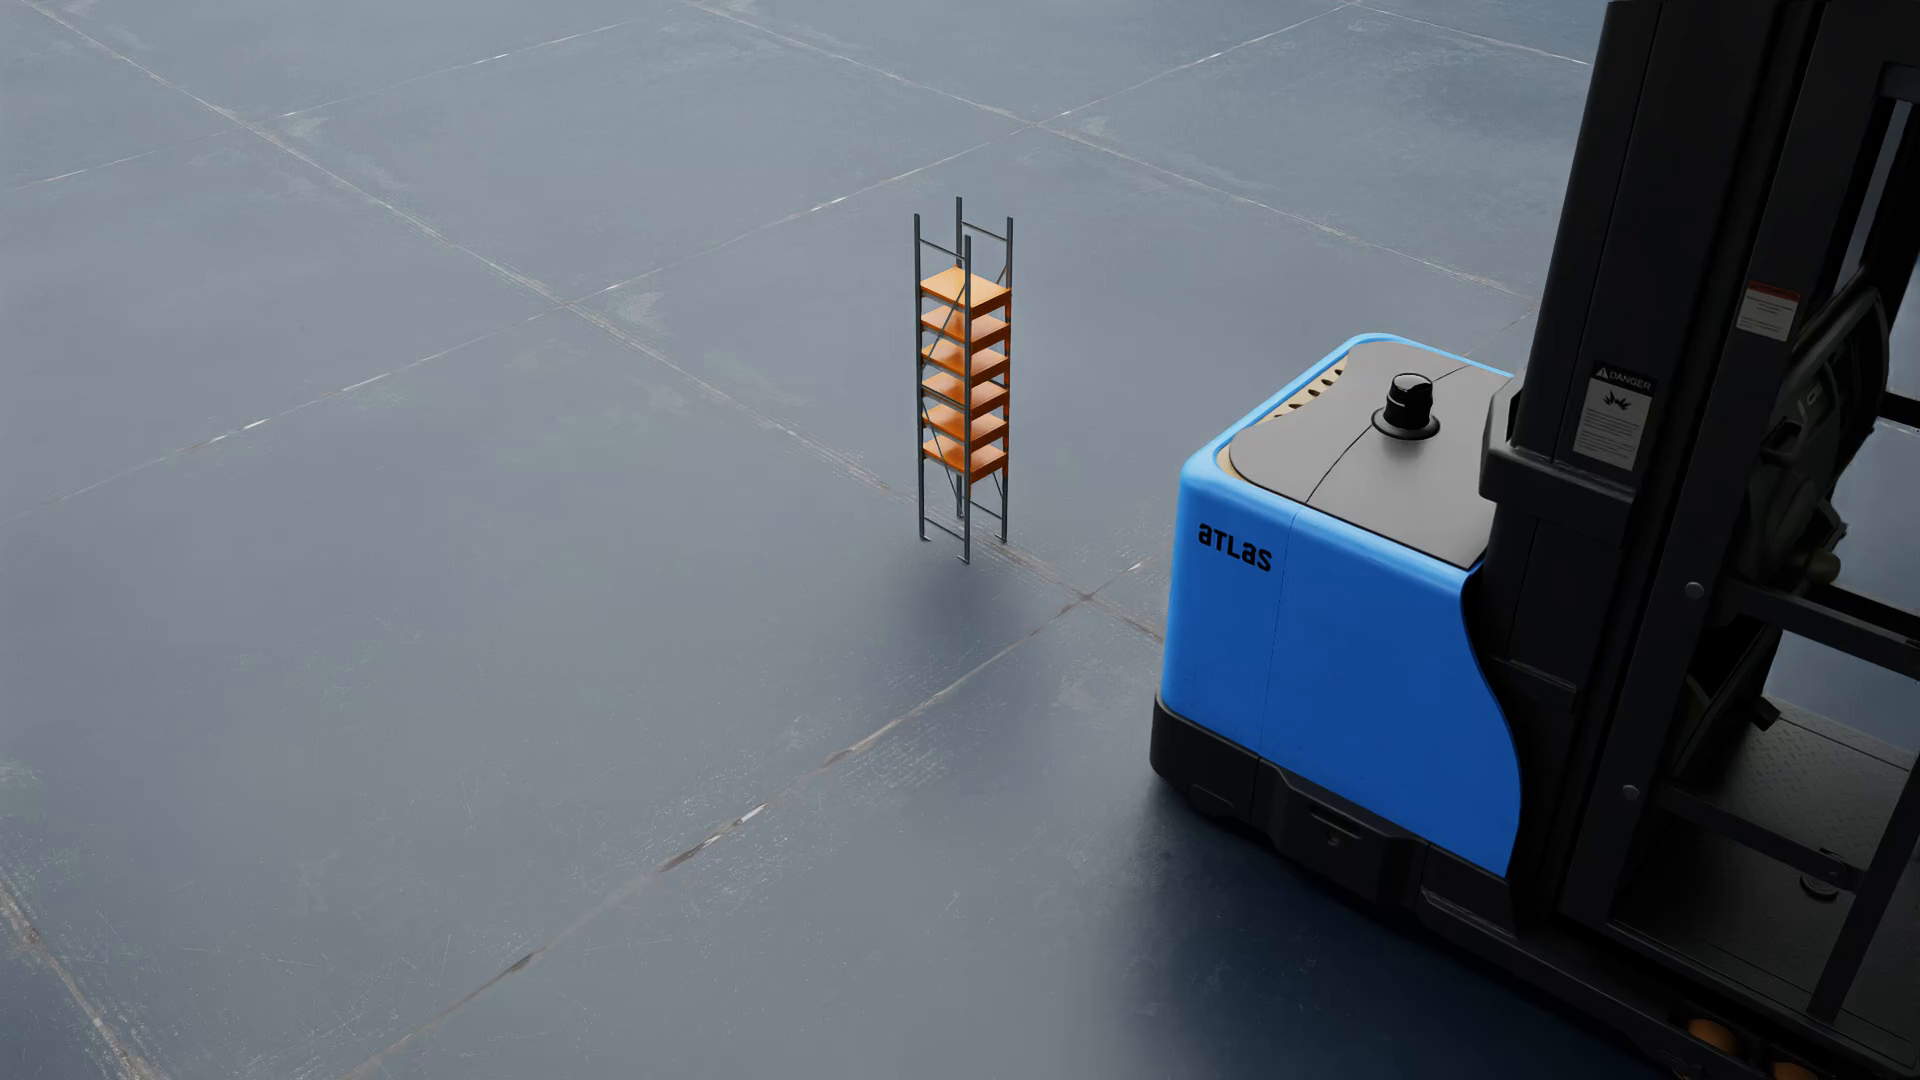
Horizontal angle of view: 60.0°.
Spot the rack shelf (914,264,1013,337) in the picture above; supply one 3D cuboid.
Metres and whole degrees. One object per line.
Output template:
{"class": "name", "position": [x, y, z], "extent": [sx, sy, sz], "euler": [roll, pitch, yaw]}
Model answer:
{"class": "rack shelf", "position": [0.010, -0.757, 5.235], "extent": [0.258, 0.103, 0.180], "euler": [30, 45, 35]}

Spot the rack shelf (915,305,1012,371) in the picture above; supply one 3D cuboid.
{"class": "rack shelf", "position": [0.010, -0.658, 5.303], "extent": [0.258, 0.103, 0.180], "euler": [30, 45, 35]}

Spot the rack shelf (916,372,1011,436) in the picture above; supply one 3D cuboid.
{"class": "rack shelf", "position": [0.010, -0.462, 5.441], "extent": [0.258, 0.103, 0.180], "euler": [30, 45, 35]}

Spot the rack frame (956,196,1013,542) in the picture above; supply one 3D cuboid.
{"class": "rack frame", "position": [0.075, -0.535, 5.468], "extent": [0.240, 1.200, 0.006], "euler": [30, 45, 35]}

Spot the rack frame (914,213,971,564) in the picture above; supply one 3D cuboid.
{"class": "rack frame", "position": [-0.054, -0.461, 5.362], "extent": [0.240, 1.200, 0.006], "euler": [30, 45, 35]}

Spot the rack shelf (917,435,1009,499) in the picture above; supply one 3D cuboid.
{"class": "rack shelf", "position": [0.010, -0.265, 5.578], "extent": [0.258, 0.103, 0.180], "euler": [30, 45, 35]}

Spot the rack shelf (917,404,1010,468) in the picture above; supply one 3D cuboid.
{"class": "rack shelf", "position": [0.010, -0.363, 5.509], "extent": [0.258, 0.103, 0.180], "euler": [30, 45, 35]}

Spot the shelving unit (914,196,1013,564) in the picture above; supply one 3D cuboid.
{"class": "shelving unit", "position": [0.010, -0.498, 5.415], "extent": [0.258, 1.200, 0.189], "euler": [30, 45, 35]}

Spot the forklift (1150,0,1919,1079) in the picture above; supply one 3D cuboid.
{"class": "forklift", "position": [1.995, -0.185, 3.453], "extent": [3.031, 2.935, 1.130], "euler": [25, 42, 32]}

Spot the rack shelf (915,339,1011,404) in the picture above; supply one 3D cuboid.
{"class": "rack shelf", "position": [0.010, -0.560, 5.372], "extent": [0.258, 0.103, 0.180], "euler": [30, 45, 35]}
